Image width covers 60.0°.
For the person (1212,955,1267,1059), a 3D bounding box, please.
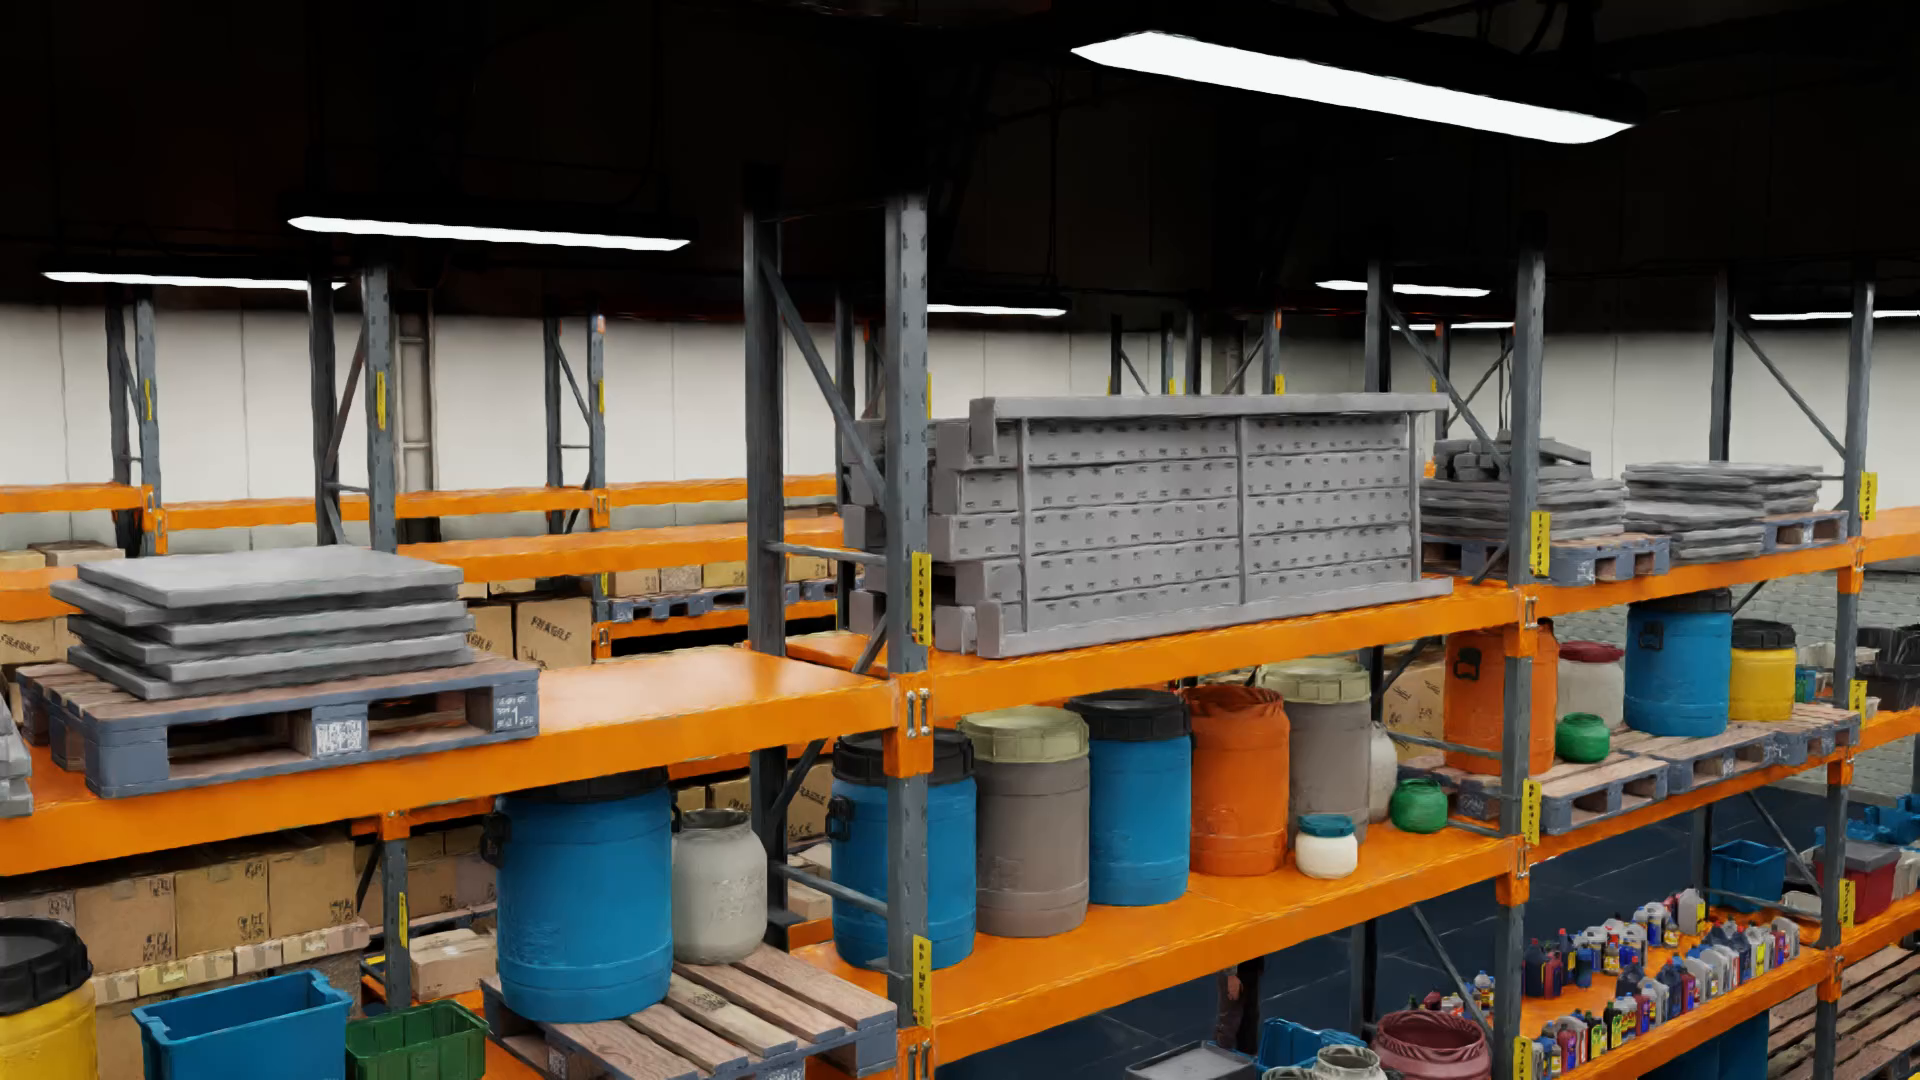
[{"bbox_3d":[2.079,3.127,12.112,0.463,1.731,0.598,3,6,25],"label":"person"}]
